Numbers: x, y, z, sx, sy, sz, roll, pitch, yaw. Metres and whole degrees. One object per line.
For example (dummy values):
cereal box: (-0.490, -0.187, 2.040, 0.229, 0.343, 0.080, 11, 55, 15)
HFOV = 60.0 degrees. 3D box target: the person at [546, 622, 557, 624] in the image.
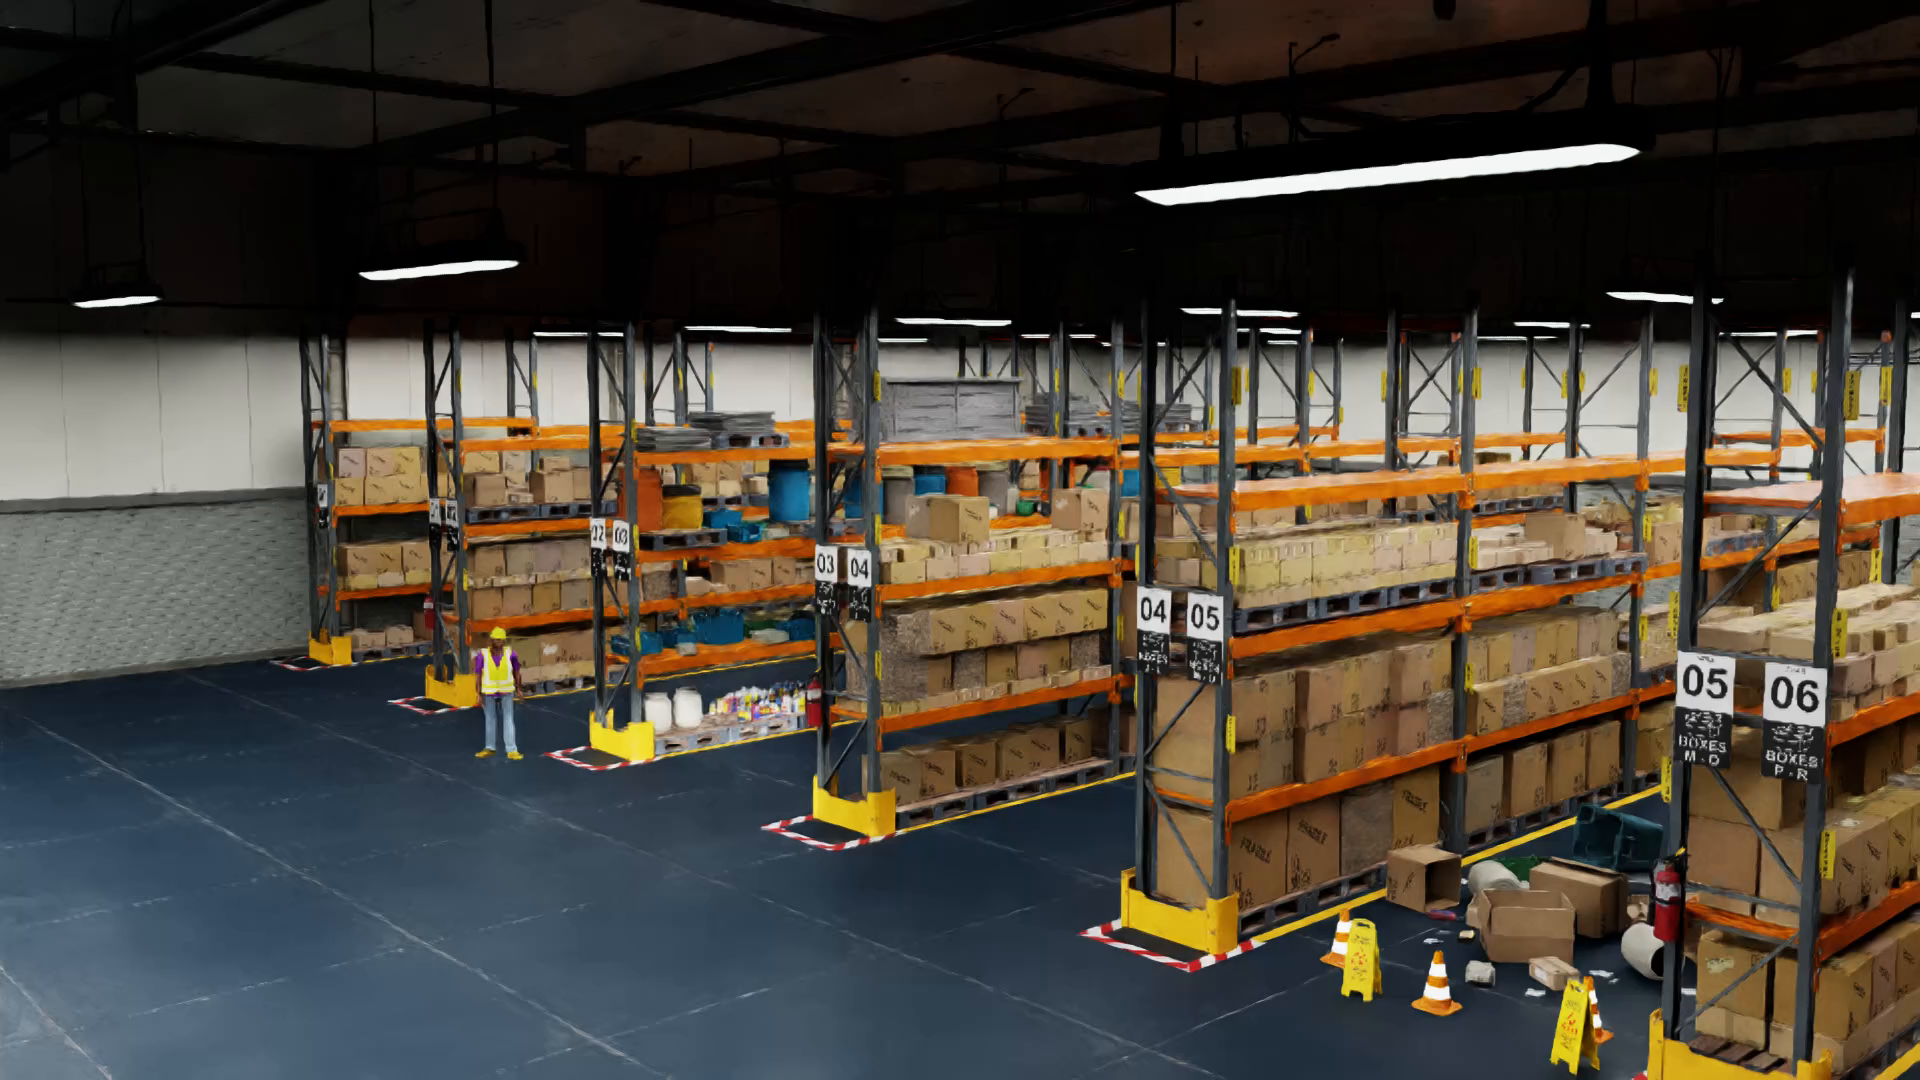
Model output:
person: (-7.365, 1.288, 29.933, 0.549, 1.735, 0.702, -5, 8, -43)

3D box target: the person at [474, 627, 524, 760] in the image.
person: (-6.168, 2.041, 22.212, 0.649, 1.772, 0.478, -2, 6, -16)
